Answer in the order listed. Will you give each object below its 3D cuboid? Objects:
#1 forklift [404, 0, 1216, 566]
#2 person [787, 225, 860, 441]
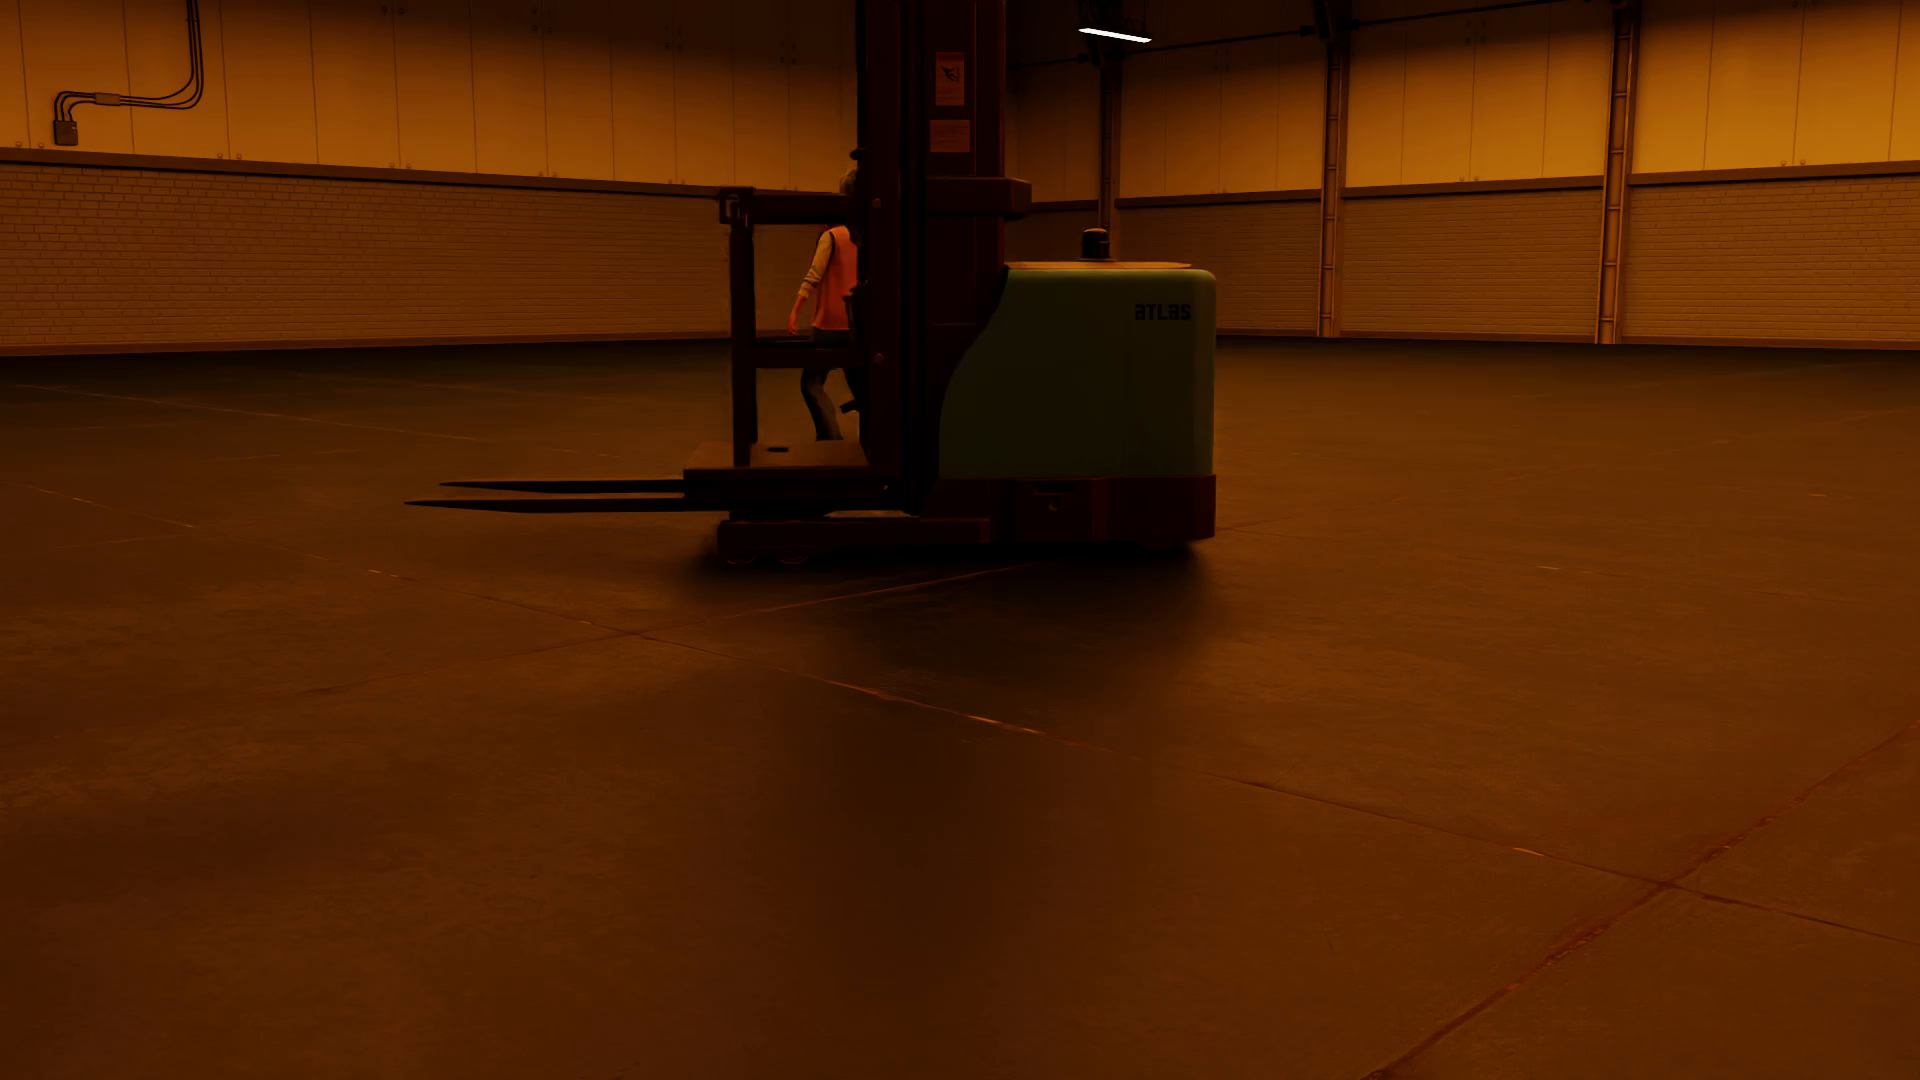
[{"bbox_3d":[-0.578,-1.438,6.422,3.031,2.935,1.130,-1,9,-5],"label":"forklift"},{"bbox_3d":[-0.692,-1.183,9.526,0.370,1.545,0.788,7,11,37],"label":"person"}]
